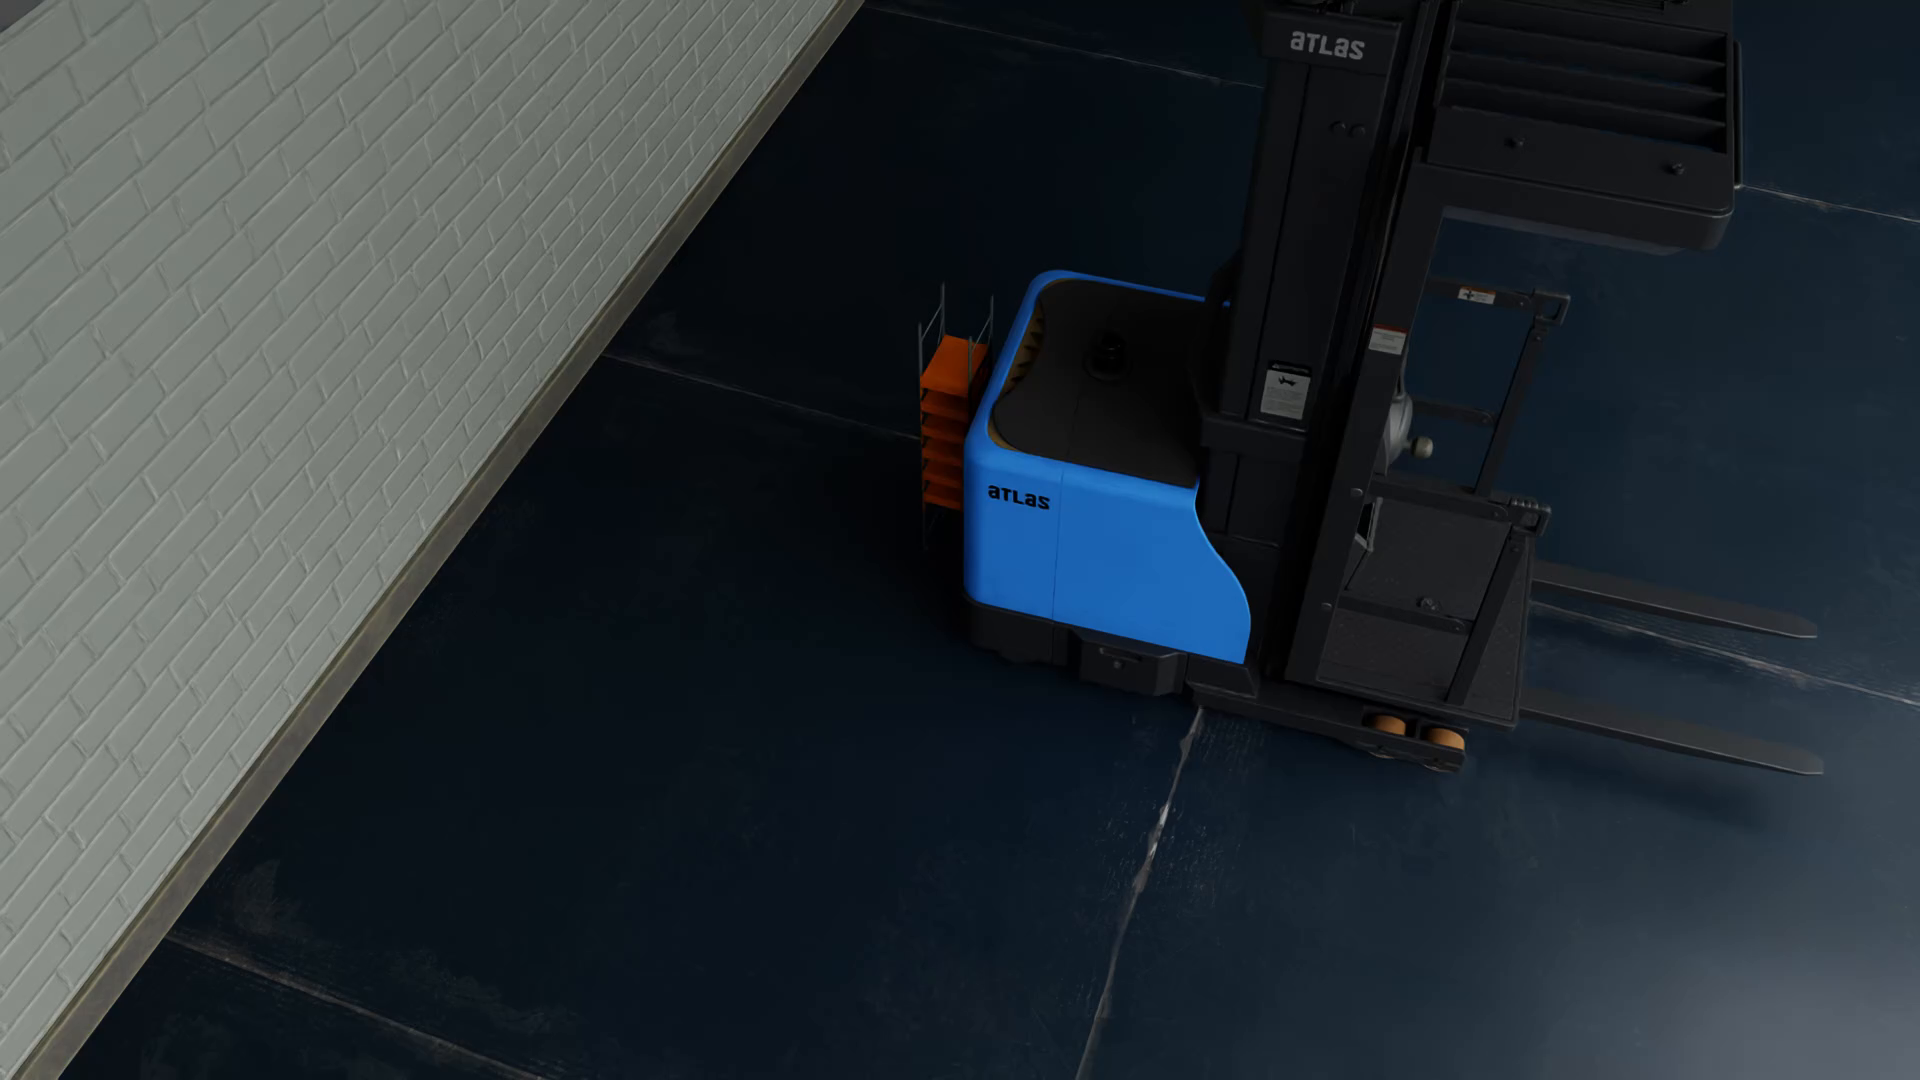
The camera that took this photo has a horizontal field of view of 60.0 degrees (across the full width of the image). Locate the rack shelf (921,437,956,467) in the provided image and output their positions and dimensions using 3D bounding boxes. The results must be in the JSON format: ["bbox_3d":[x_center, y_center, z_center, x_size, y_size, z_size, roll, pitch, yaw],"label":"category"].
[{"bbox_3d":[-0.014,-0.368,6.200,0.180,0.103,0.258,16,51,13],"label":"rack shelf"}]

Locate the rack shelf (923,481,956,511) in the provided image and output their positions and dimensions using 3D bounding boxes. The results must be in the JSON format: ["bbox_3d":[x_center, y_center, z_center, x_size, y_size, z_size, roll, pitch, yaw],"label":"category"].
[{"bbox_3d":[-0.014,-0.210,6.381,0.180,0.103,0.258,16,51,13],"label":"rack shelf"}]

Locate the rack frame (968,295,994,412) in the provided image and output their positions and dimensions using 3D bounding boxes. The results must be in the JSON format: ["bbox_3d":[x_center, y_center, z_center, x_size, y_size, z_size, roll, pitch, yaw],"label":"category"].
[{"bbox_3d":[0.072,-0.373,6.146,0.006,1.200,0.240,16,51,13],"label":"rack frame"}]

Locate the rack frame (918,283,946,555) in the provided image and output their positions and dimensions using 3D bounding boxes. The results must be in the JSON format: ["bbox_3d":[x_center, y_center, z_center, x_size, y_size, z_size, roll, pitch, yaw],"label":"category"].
[{"bbox_3d":[-0.099,-0.421,6.187,0.006,1.200,0.240,16,51,13],"label":"rack frame"}]

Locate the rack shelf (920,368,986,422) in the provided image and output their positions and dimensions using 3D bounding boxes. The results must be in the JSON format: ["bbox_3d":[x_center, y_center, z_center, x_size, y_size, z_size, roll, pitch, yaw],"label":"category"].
[{"bbox_3d":[-0.014,-0.525,6.019,0.180,0.103,0.258,16,51,13],"label":"rack shelf"}]

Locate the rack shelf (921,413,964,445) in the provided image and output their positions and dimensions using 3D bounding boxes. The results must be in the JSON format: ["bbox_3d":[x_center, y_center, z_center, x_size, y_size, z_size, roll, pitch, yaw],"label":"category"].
[{"bbox_3d":[-0.014,-0.446,6.109,0.180,0.103,0.258,16,51,13],"label":"rack shelf"}]

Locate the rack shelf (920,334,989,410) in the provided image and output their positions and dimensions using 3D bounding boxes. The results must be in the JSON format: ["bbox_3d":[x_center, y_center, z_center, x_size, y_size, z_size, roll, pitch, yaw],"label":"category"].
[{"bbox_3d":[-0.014,-0.603,5.928,0.180,0.103,0.258,16,51,13],"label":"rack shelf"}]

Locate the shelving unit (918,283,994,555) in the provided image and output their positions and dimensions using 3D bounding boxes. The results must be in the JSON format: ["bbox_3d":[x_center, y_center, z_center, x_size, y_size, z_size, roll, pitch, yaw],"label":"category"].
[{"bbox_3d":[-0.014,-0.397,6.166,0.189,1.200,0.258,16,51,13],"label":"shelving unit"}]

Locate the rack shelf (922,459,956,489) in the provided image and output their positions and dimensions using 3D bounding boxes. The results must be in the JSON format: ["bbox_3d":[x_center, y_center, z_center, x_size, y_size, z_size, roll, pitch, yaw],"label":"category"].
[{"bbox_3d":[-0.014,-0.289,6.291,0.180,0.103,0.258,16,51,13],"label":"rack shelf"}]

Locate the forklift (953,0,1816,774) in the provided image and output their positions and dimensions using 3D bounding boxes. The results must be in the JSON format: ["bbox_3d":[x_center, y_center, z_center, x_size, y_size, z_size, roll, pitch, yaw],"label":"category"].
[{"bbox_3d":[1.549,-0.596,5.194,3.031,2.935,1.130,13,50,11],"label":"forklift"}]
